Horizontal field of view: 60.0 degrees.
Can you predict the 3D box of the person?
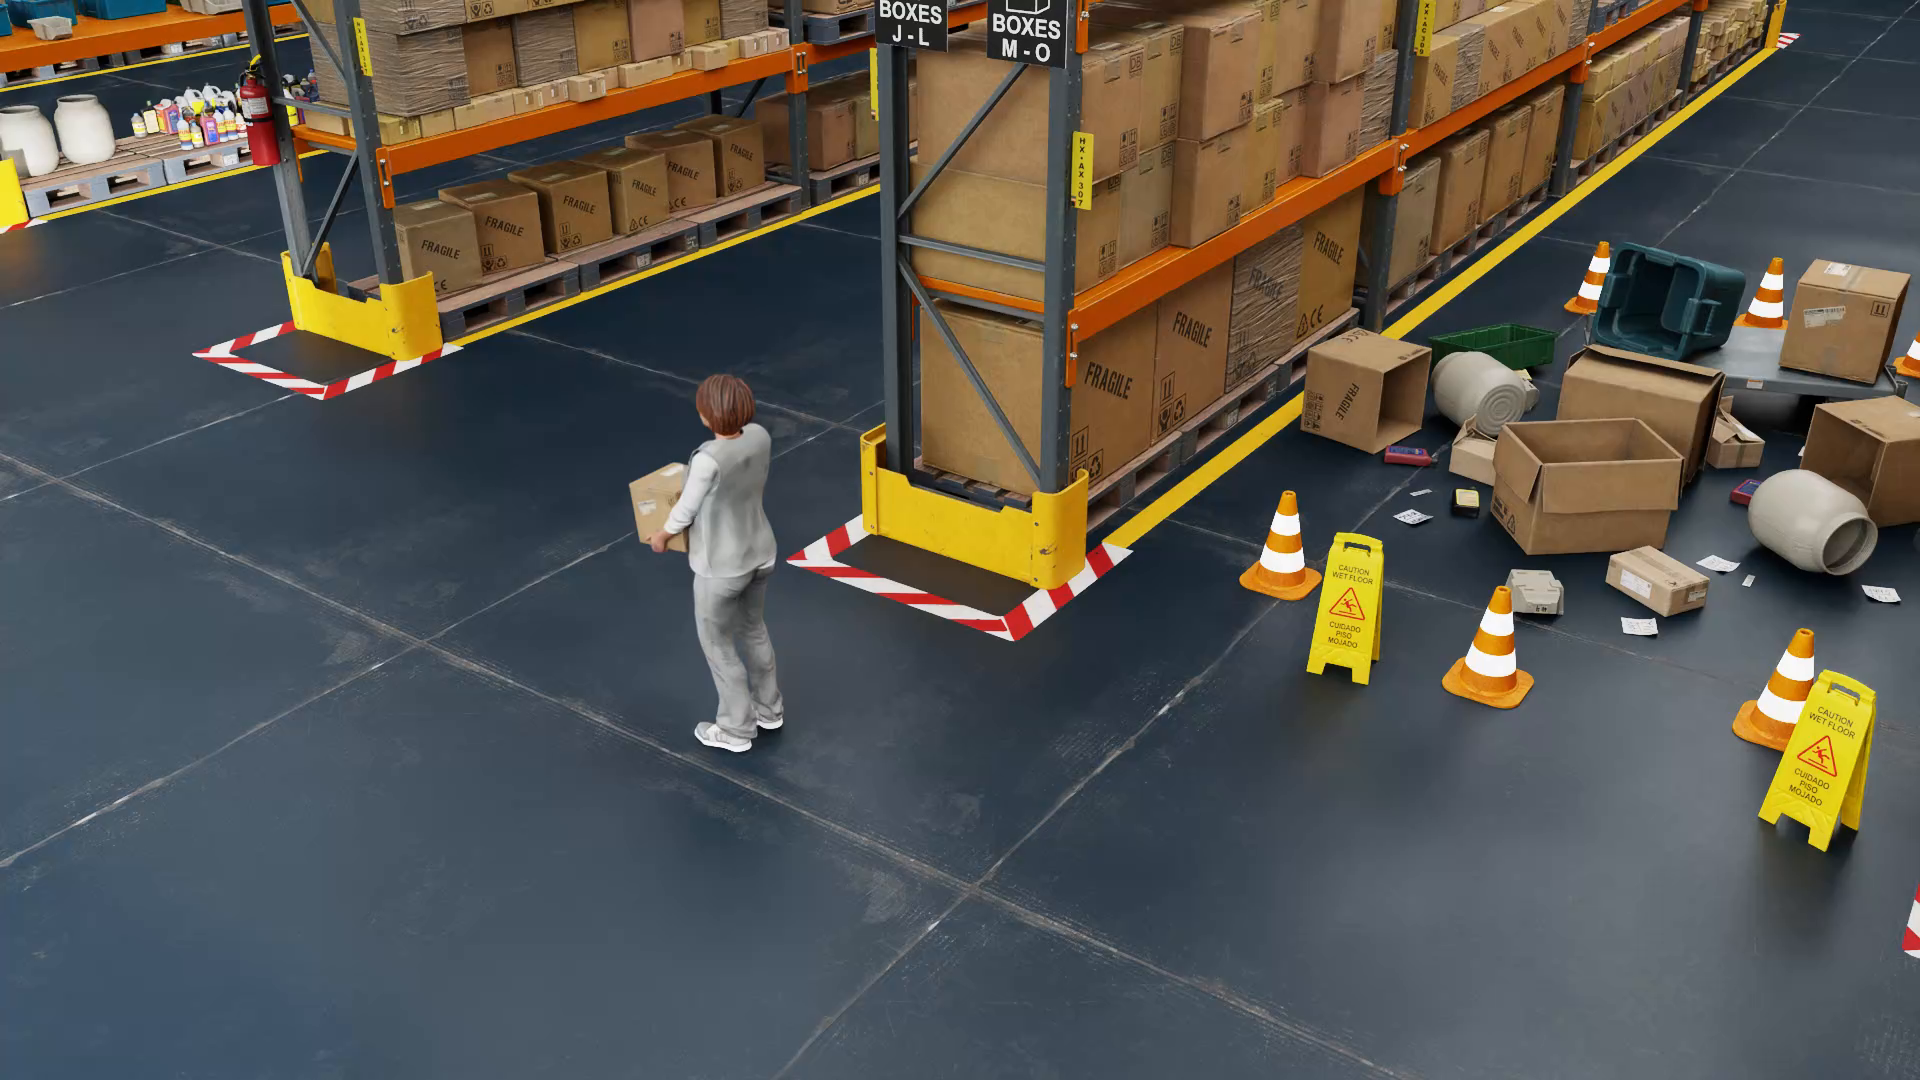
[{"bbox_3d":[-0.954,0.069,6.502,0.490,1.596,0.404,18,32,31],"label":"person"}]
